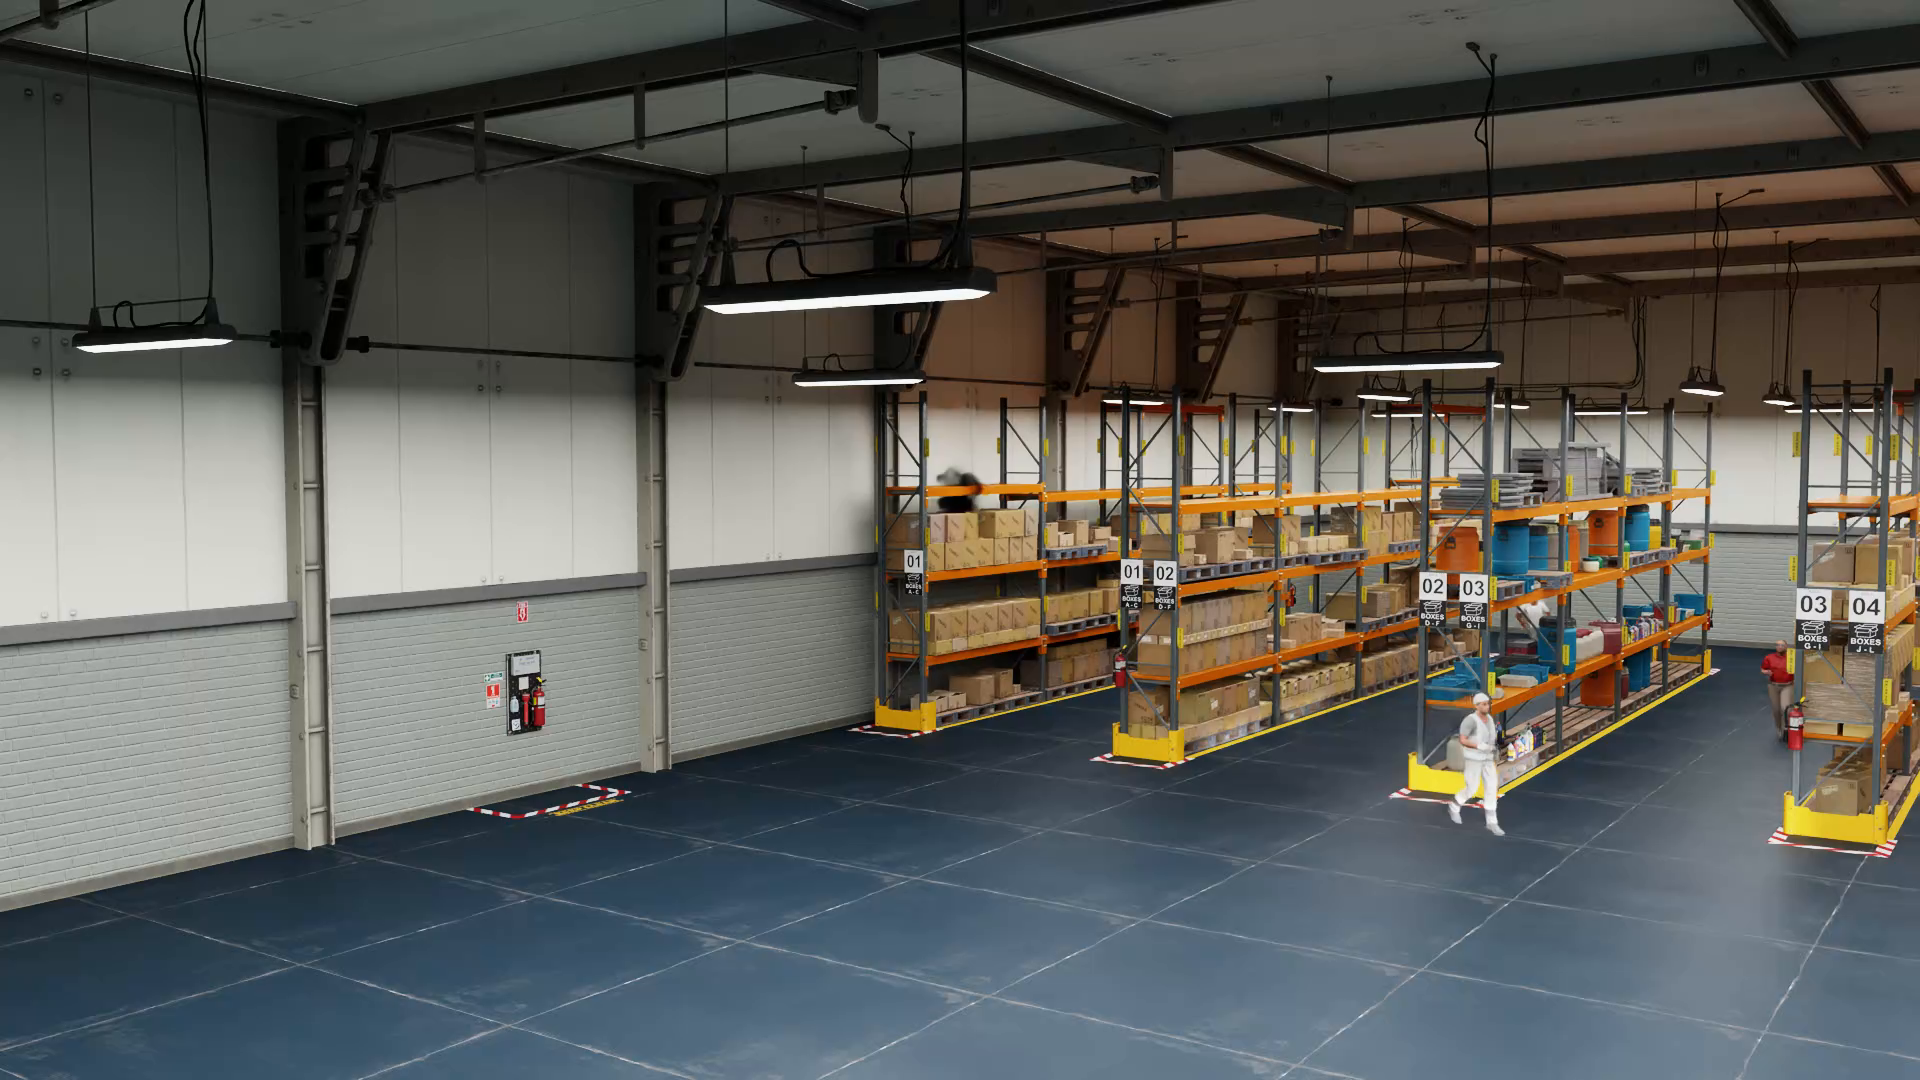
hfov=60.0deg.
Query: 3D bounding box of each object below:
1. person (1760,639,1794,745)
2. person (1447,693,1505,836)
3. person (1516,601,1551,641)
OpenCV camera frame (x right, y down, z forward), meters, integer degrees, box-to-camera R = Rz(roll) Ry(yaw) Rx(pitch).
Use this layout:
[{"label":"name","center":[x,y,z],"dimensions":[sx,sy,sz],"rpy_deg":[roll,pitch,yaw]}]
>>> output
[{"label":"person","center":[13.978,2.586,28.323],"dimensions":[0.640,1.800,0.773],"rpy_deg":[2,4,37]},{"label":"person","center":[6.774,2.892,21.737],"dimensions":[0.682,1.809,0.882],"rpy_deg":[-2,4,-28]},{"label":"person","center":[13.343,2.011,38.681],"dimensions":[0.774,1.716,0.707],"rpy_deg":[0,3,8]}]
